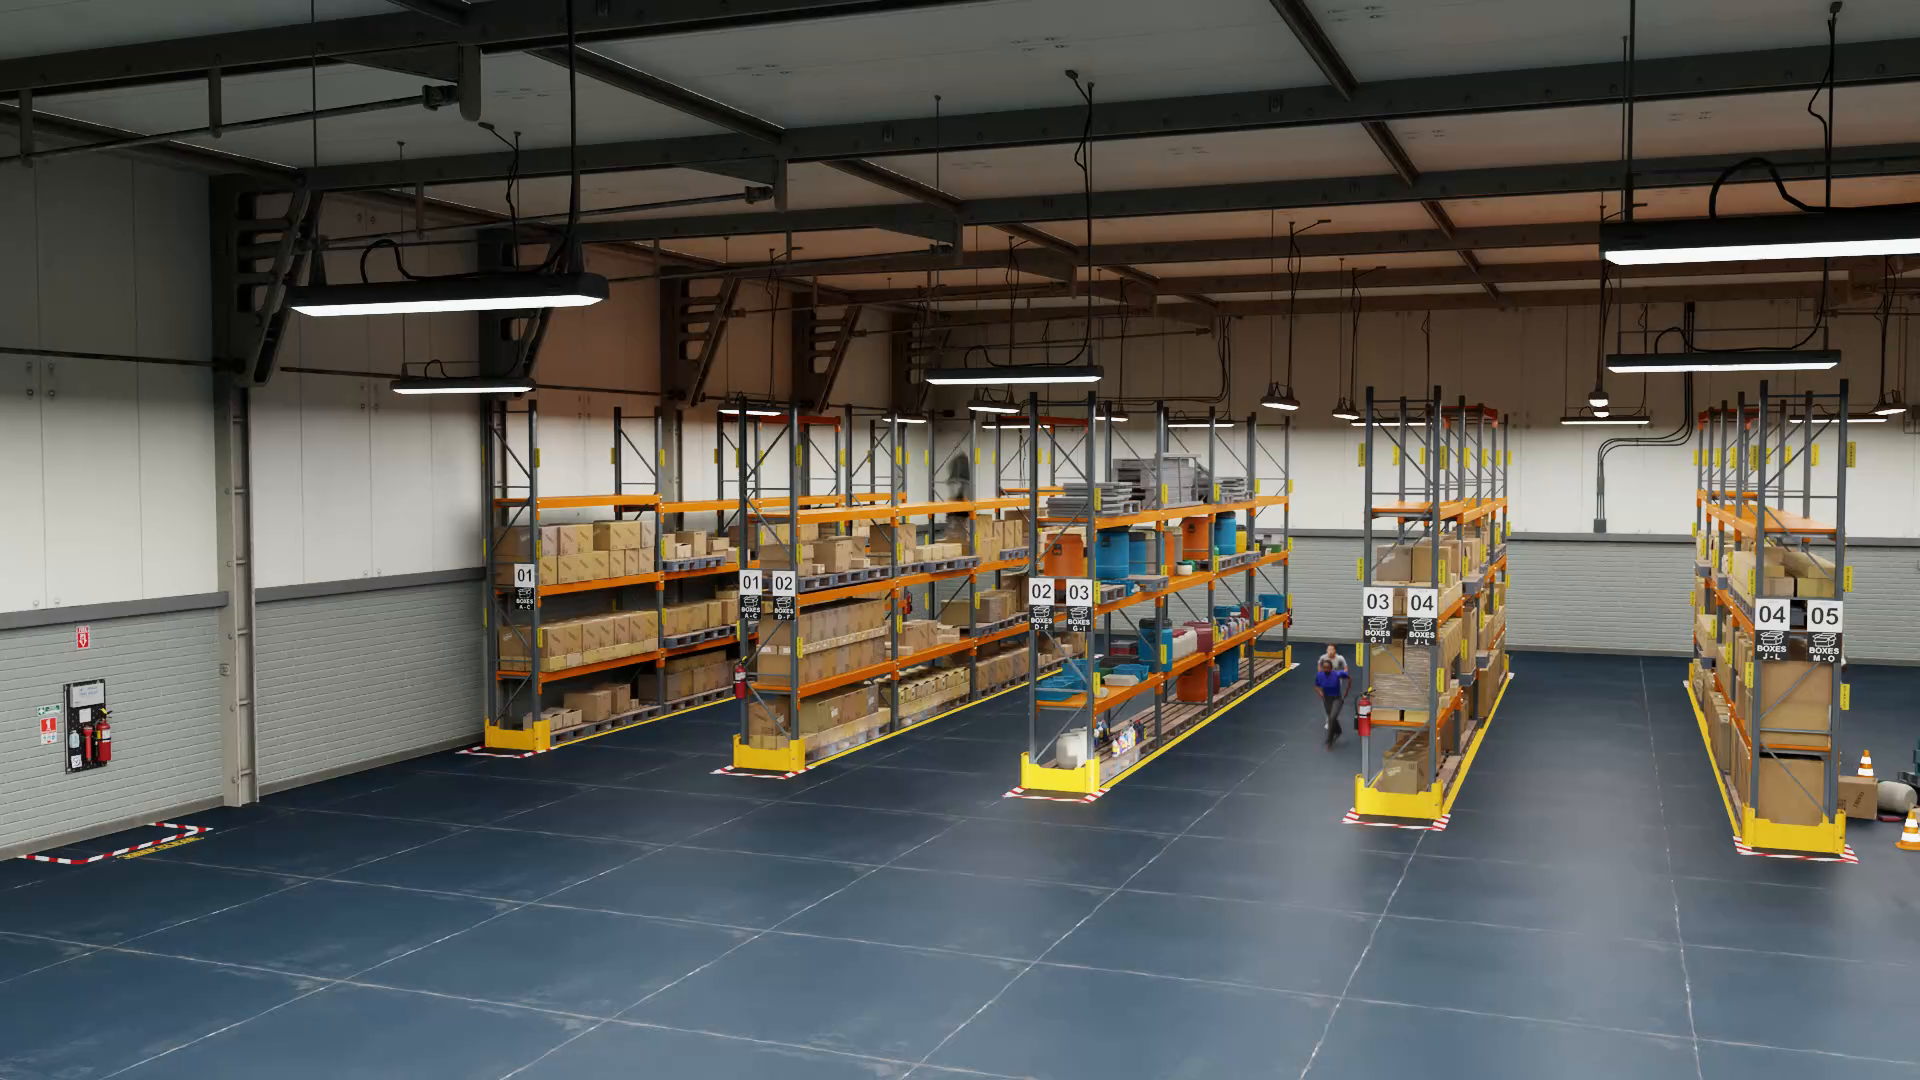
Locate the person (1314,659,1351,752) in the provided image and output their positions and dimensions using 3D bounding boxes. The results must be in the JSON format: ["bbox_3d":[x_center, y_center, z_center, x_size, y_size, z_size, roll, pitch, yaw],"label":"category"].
[{"bbox_3d":[6.459,2.825,28.704,0.615,1.617,0.964,1,3,27],"label":"person"}]

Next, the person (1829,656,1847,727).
[{"bbox_3d":[15.749,2.649,30.266,0.700,1.752,1.098,1,3,23],"label":"person"}]

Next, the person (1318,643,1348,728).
[{"bbox_3d":[6.953,2.696,31.003,0.557,1.604,0.743,1,3,18],"label":"person"}]
